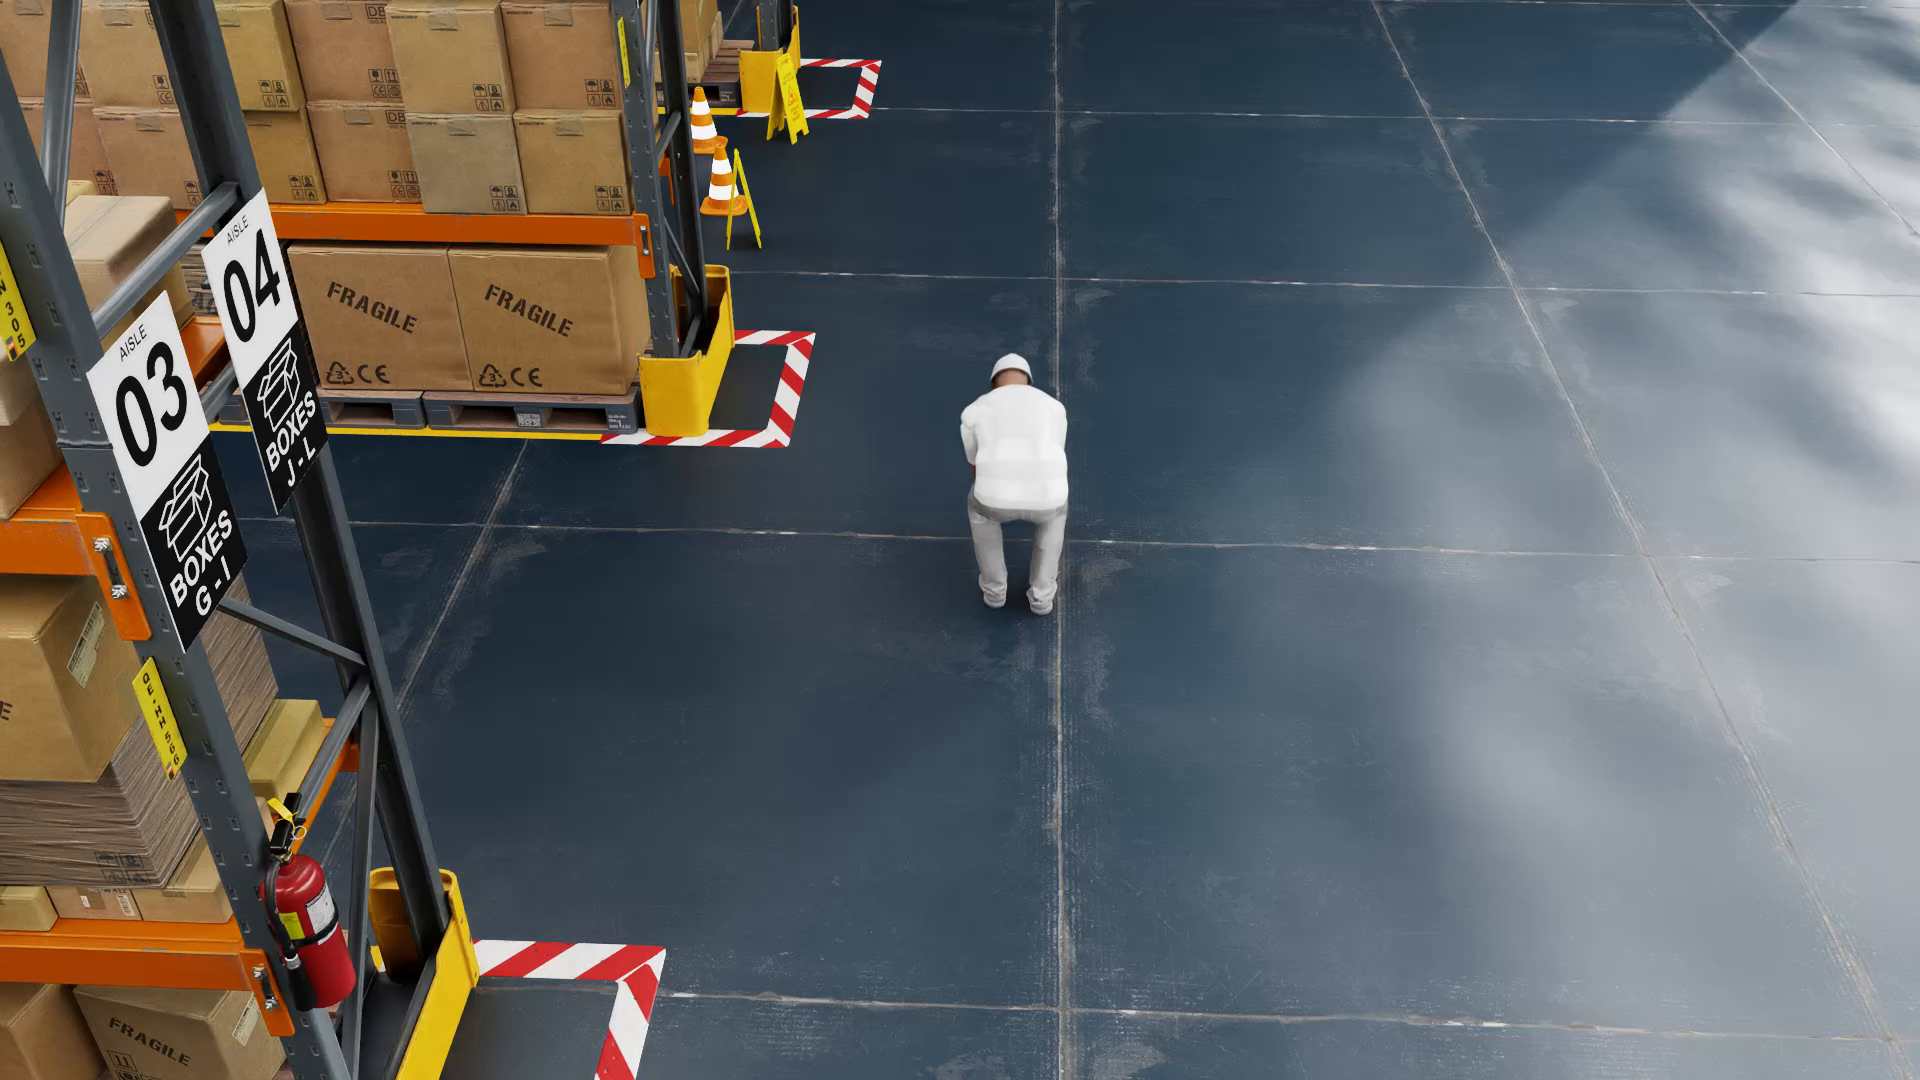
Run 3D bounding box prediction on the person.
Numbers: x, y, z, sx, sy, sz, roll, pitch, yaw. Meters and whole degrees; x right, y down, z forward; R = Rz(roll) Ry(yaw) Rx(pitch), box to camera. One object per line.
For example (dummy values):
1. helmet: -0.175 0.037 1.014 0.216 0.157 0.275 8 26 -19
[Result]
1. person: 0.263 -0.246 8.055 0.518 1.054 0.966 0 35 0
